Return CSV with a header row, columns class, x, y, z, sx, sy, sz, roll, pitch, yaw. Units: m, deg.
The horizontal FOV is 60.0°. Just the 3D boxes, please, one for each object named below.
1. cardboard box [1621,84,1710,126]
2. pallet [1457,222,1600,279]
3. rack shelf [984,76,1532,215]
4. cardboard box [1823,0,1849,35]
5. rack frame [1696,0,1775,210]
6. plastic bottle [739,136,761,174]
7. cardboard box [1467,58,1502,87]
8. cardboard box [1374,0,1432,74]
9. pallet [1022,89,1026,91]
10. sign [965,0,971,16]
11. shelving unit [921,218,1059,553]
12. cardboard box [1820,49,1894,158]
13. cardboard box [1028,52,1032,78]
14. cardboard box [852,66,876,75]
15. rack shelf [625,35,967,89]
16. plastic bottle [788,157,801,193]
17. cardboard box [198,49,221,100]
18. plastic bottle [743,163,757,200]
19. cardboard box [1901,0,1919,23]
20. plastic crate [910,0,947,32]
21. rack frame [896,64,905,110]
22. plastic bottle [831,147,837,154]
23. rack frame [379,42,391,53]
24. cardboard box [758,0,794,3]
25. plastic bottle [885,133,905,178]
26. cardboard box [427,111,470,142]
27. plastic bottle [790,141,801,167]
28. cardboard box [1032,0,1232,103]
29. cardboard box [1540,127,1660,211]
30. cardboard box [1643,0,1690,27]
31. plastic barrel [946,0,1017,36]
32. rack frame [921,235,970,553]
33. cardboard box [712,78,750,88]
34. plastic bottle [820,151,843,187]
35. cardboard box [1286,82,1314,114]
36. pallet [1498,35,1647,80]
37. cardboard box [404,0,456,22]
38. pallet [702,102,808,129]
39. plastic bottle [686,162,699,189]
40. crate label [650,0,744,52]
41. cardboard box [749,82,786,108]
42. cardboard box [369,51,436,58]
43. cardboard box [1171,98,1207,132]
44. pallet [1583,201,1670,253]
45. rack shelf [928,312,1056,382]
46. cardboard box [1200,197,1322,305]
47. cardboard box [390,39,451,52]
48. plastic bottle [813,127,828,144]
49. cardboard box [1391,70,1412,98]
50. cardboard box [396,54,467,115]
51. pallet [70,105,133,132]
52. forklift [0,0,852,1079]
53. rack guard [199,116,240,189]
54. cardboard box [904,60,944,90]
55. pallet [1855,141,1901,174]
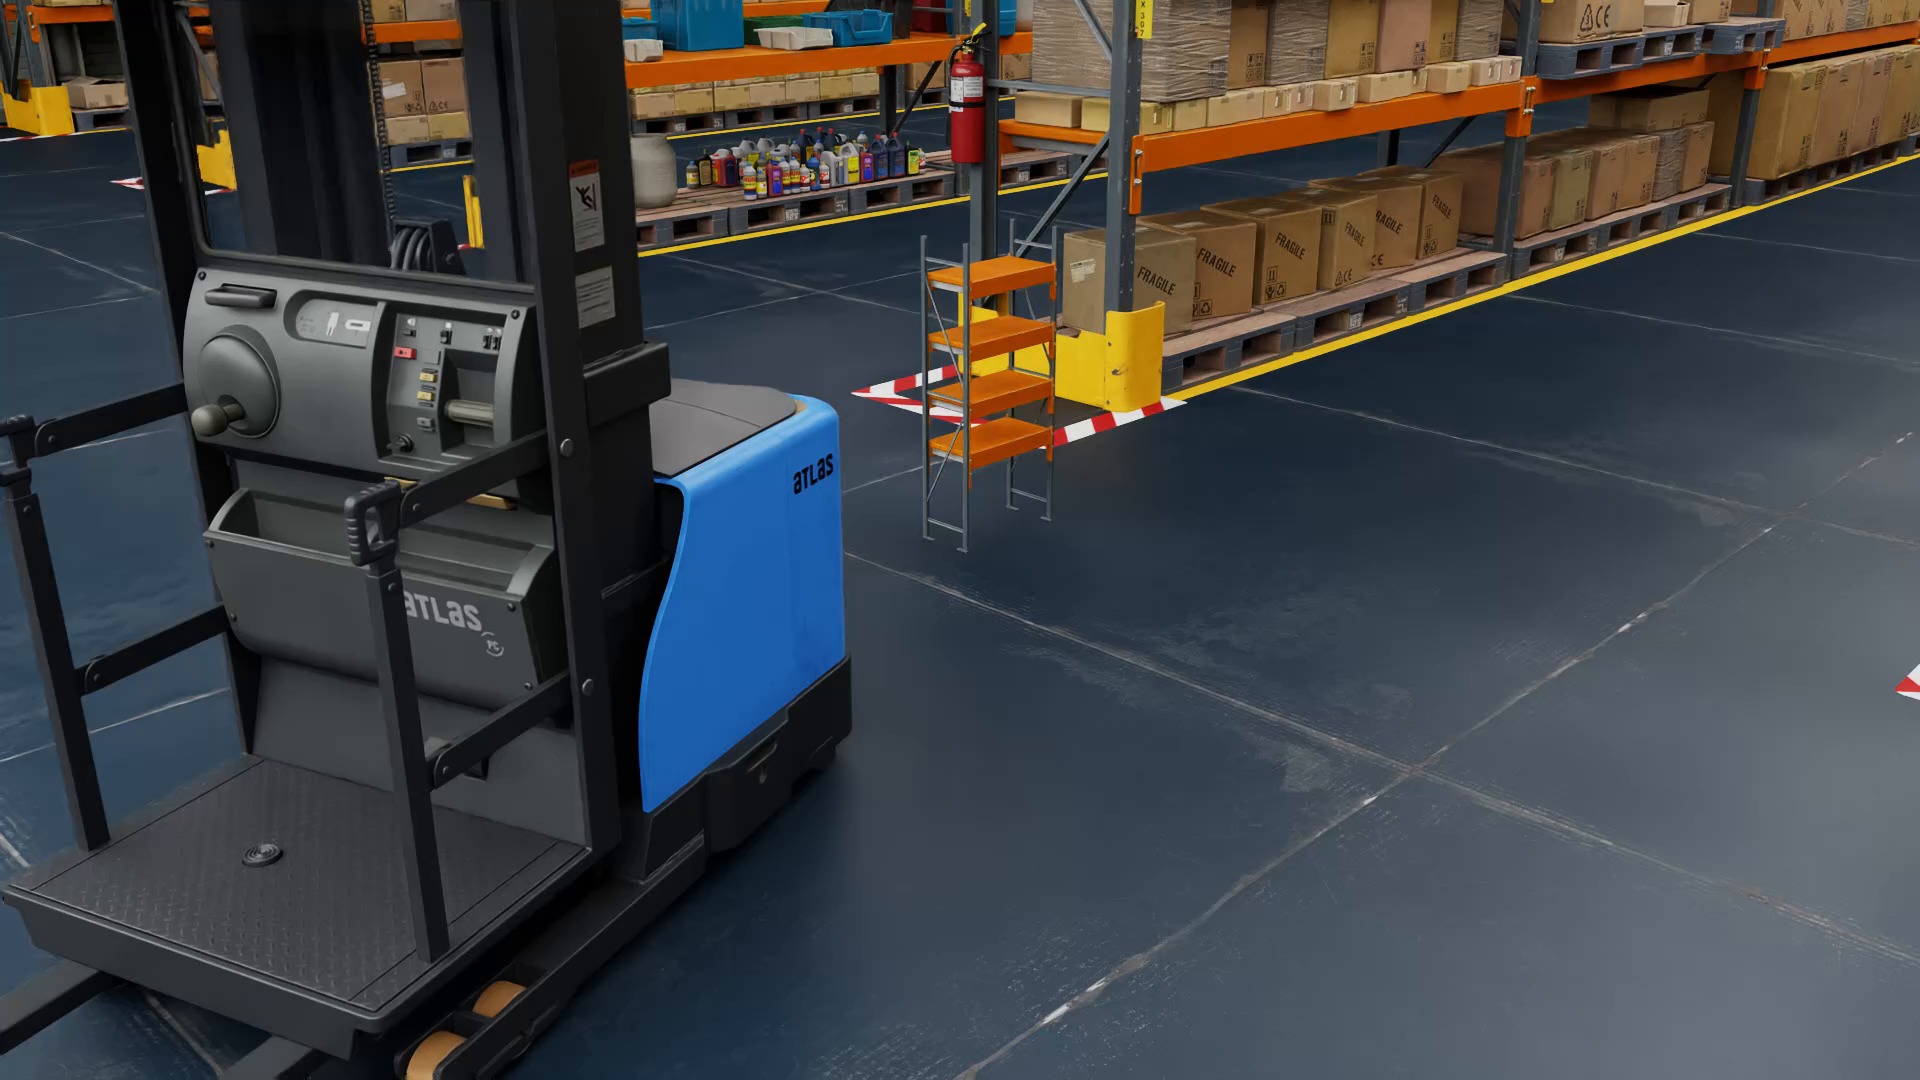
class,x,y,z,sx,sy,sz,roll,pitch,yaw
cardboard box,5.585,-3.455,13.209,0.500,0.250,0.500,-19,28,-40
pallet,3.782,-2.117,11.789,1.003,0.211,1.213,19,28,41
rack shelf,1.845,-2.368,9.558,1.077,0.370,4.000,19,28,41
cardboard box,7.278,-4.616,14.263,0.500,0.500,0.500,19,28,40
rack frame,6.031,-4.247,13.442,1.000,3.000,0.127,19,28,41
plastic bottle,-1.727,-3.118,13.584,0.185,0.351,0.144,-19,28,-40
cardboard box,3.120,-2.910,10.316,0.380,0.149,0.250,19,28,41
cardboard box,2.232,-3.030,9.723,0.875,0.500,0.500,19,28,41
pallet,1.186,-6.235,22.502,1.003,0.211,1.213,19,28,41
sign,0.078,-4.447,13.577,0.100,0.325,0.005,19,28,41
shelving unit,0.115,-0.603,6.470,0.258,1.200,0.503,19,28,41
cardboard box,7.766,-4.080,15.384,1.225,0.875,0.875,18,27,39
cardboard box,0.886,-6.341,21.763,0.500,0.500,0.500,20,29,41
cardboard box,-1.253,-5.705,19.702,0.500,0.311,0.500,-19,28,-41
rack shelf,-1.704,-3.608,12.783,1.077,0.370,4.000,19,28,41
plastic bottle,-1.302,-2.863,13.033,0.097,0.271,0.097,0,21,0
cardboard box,-8.705,-5.426,19.381,0.700,0.500,0.500,17,27,37
plastic bottle,-1.611,-2.750,12.737,0.097,0.271,0.097,0,21,0
cardboard box,8.691,-5.133,15.609,0.500,0.500,0.500,19,28,41
plastic crate,-0.190,-4.689,14.504,0.402,0.464,0.583,19,28,41
rack frame,-1.064,-6.727,19.895,1.000,3.000,0.127,19,28,41
plastic bottle,-1.002,-3.044,13.487,0.061,0.283,0.133,19,28,41
rack frame,-7.407,-6.937,20.443,1.000,3.000,0.127,19,28,41
cardboard box,-2.223,-6.338,18.744,0.500,0.500,0.500,17,27,38
plastic bottle,-0.551,-3.189,13.770,0.144,0.351,0.185,18,28,39
cardboard box,-5.064,-4.050,16.179,0.500,0.250,0.500,19,28,41
plastic bottle,-1.376,-3.190,13.884,0.097,0.271,0.097,0,21,0
cardboard box,0.853,-2.510,8.370,0.875,0.500,0.500,19,28,41
cardboard box,4.809,-2.815,12.587,0.500,0.500,0.700,-17,27,-38
cardboard box,5.061,-3.884,12.100,0.396,0.266,0.258,18,28,39
plastic barrel,0.178,-4.715,13.963,0.600,0.901,0.708,19,28,41
rack frame,-0.055,-0.540,6.307,0.240,1.200,0.015,19,28,41
cardboard box,-2.675,-5.178,18.330,0.500,0.311,0.500,18,27,39
plastic bottle,-1.026,-2.981,13.333,0.135,0.276,0.152,-20,28,-41
cardboard box,1.687,-2.409,9.012,0.380,0.149,0.250,19,28,41
pallet,3.878,-3.289,11.218,1.003,0.211,1.213,19,28,41
cardboard box,-5.232,-5.233,15.868,0.500,0.500,0.700,-19,28,-40
pallet,-2.518,-4.911,19.058,1.003,0.211,1.213,19,28,41
plastic bottle,-2.132,-2.911,13.254,0.097,0.201,0.097,0,21,0
crate label,-2.009,-3.987,12.718,0.502,0.435,0.616,19,28,41
cardboard box,-2.323,-5.048,18.775,0.500,0.250,0.500,-20,28,-41
cardboard box,-5.447,-4.534,16.392,0.500,0.500,0.500,19,28,41
cardboard box,1.008,-2.146,8.327,0.380,0.149,0.250,19,28,41
pallet,4.634,-2.432,12.609,1.003,0.211,1.213,19,28,41
rack shelf,0.115,-0.749,6.414,0.258,0.148,0.480,19,28,41
cardboard box,1.740,-1.694,9.700,0.500,0.500,0.500,-17,27,-37
cardboard box,-6.905,-6.169,21.316,0.500,0.500,0.700,-19,28,-40
plastic bottle,-1.169,-3.323,14.119,0.185,0.351,0.144,-19,28,-41
cardboard box,2.394,-2.663,9.673,0.380,0.149,0.250,19,28,41
cardboard box,-5.063,-4.400,16.043,0.500,0.500,0.500,19,28,41
pallet,-9.552,-4.827,18.839,1.003,0.211,1.213,19,28,41
forklift,-1.403,-0.351,3.402,1.130,2.935,3.031,10,23,23
rack guard,-6.662,-3.497,14.977,1.175,0.500,0.348,19,28,41
cardboard box,-0.542,-5.811,20.383,0.500,0.500,0.500,-19,28,-40
pallet,8.337,-3.756,16.052,1.003,0.211,1.213,19,28,41
